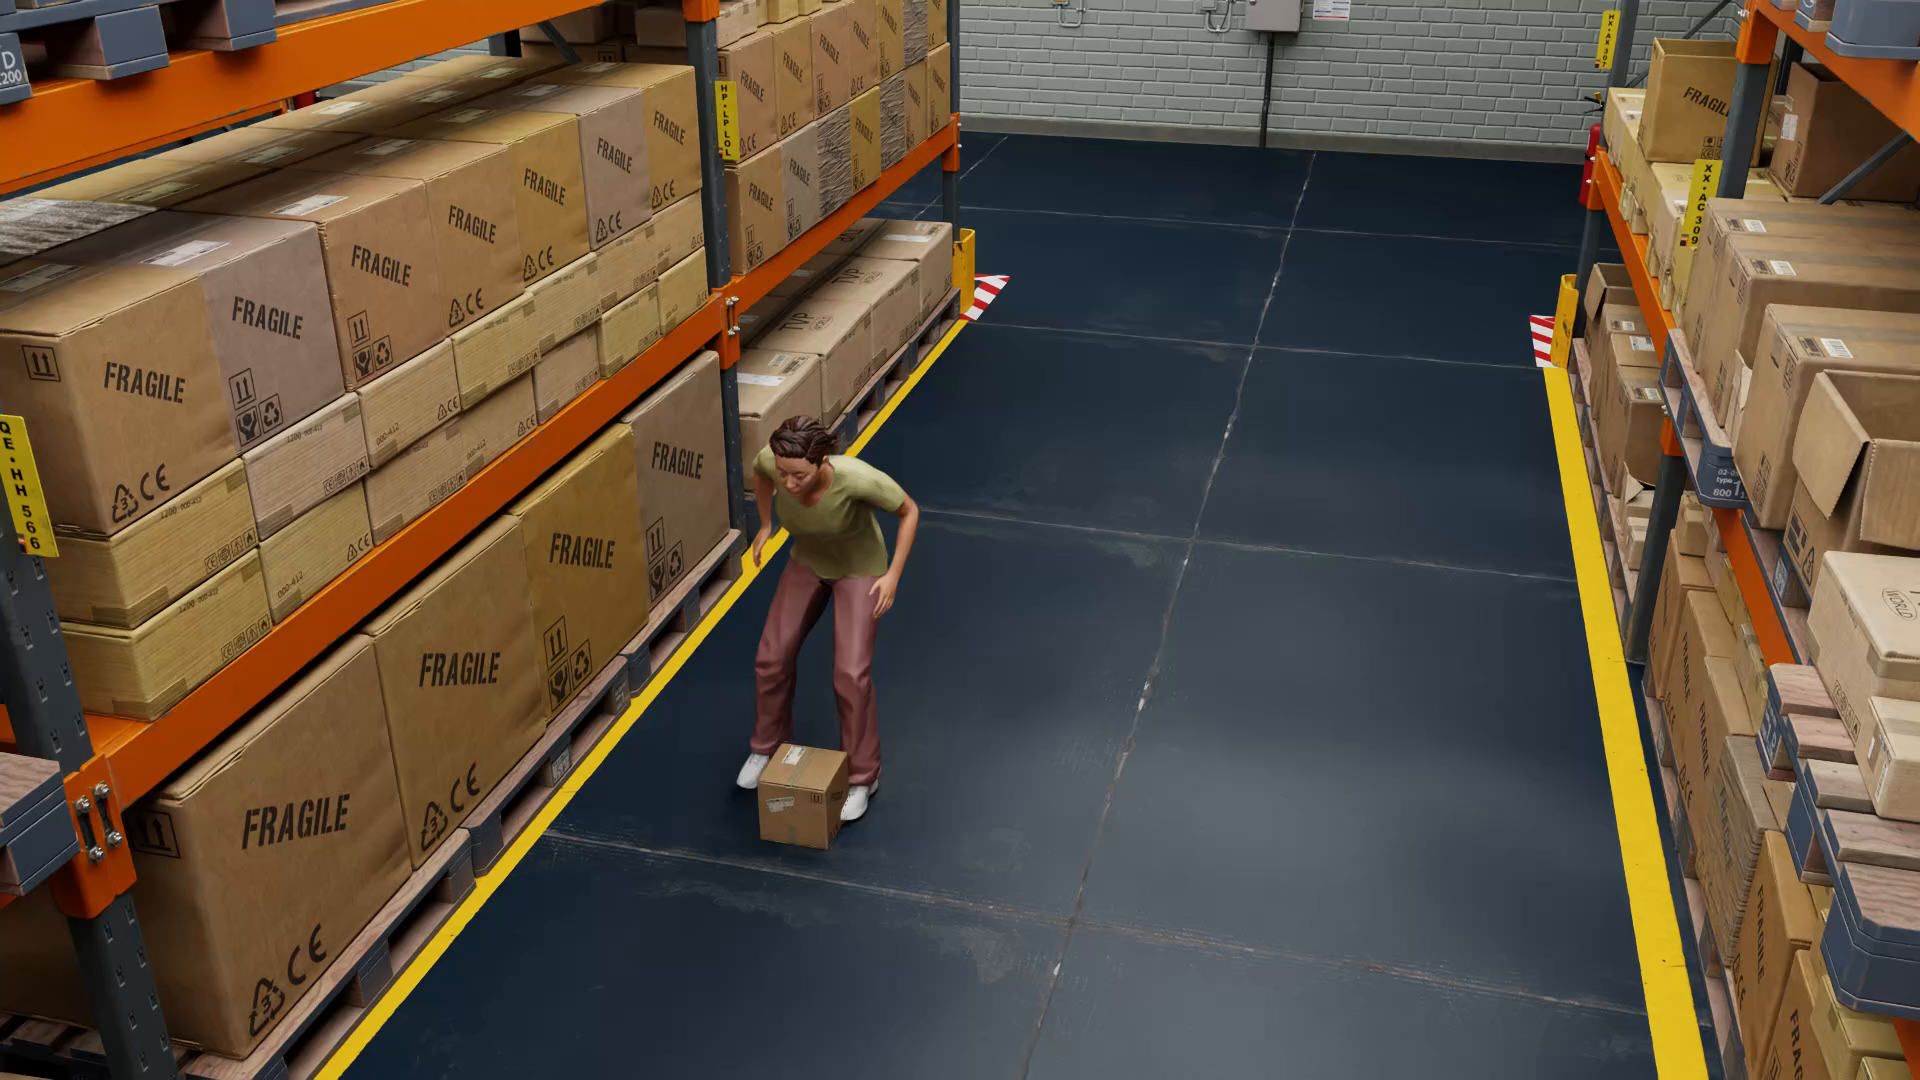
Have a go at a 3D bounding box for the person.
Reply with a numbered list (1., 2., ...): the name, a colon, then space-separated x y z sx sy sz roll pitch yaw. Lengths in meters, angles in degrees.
1. person: -0.484 0.203 5.874 0.652 1.514 0.607 9 27 19
